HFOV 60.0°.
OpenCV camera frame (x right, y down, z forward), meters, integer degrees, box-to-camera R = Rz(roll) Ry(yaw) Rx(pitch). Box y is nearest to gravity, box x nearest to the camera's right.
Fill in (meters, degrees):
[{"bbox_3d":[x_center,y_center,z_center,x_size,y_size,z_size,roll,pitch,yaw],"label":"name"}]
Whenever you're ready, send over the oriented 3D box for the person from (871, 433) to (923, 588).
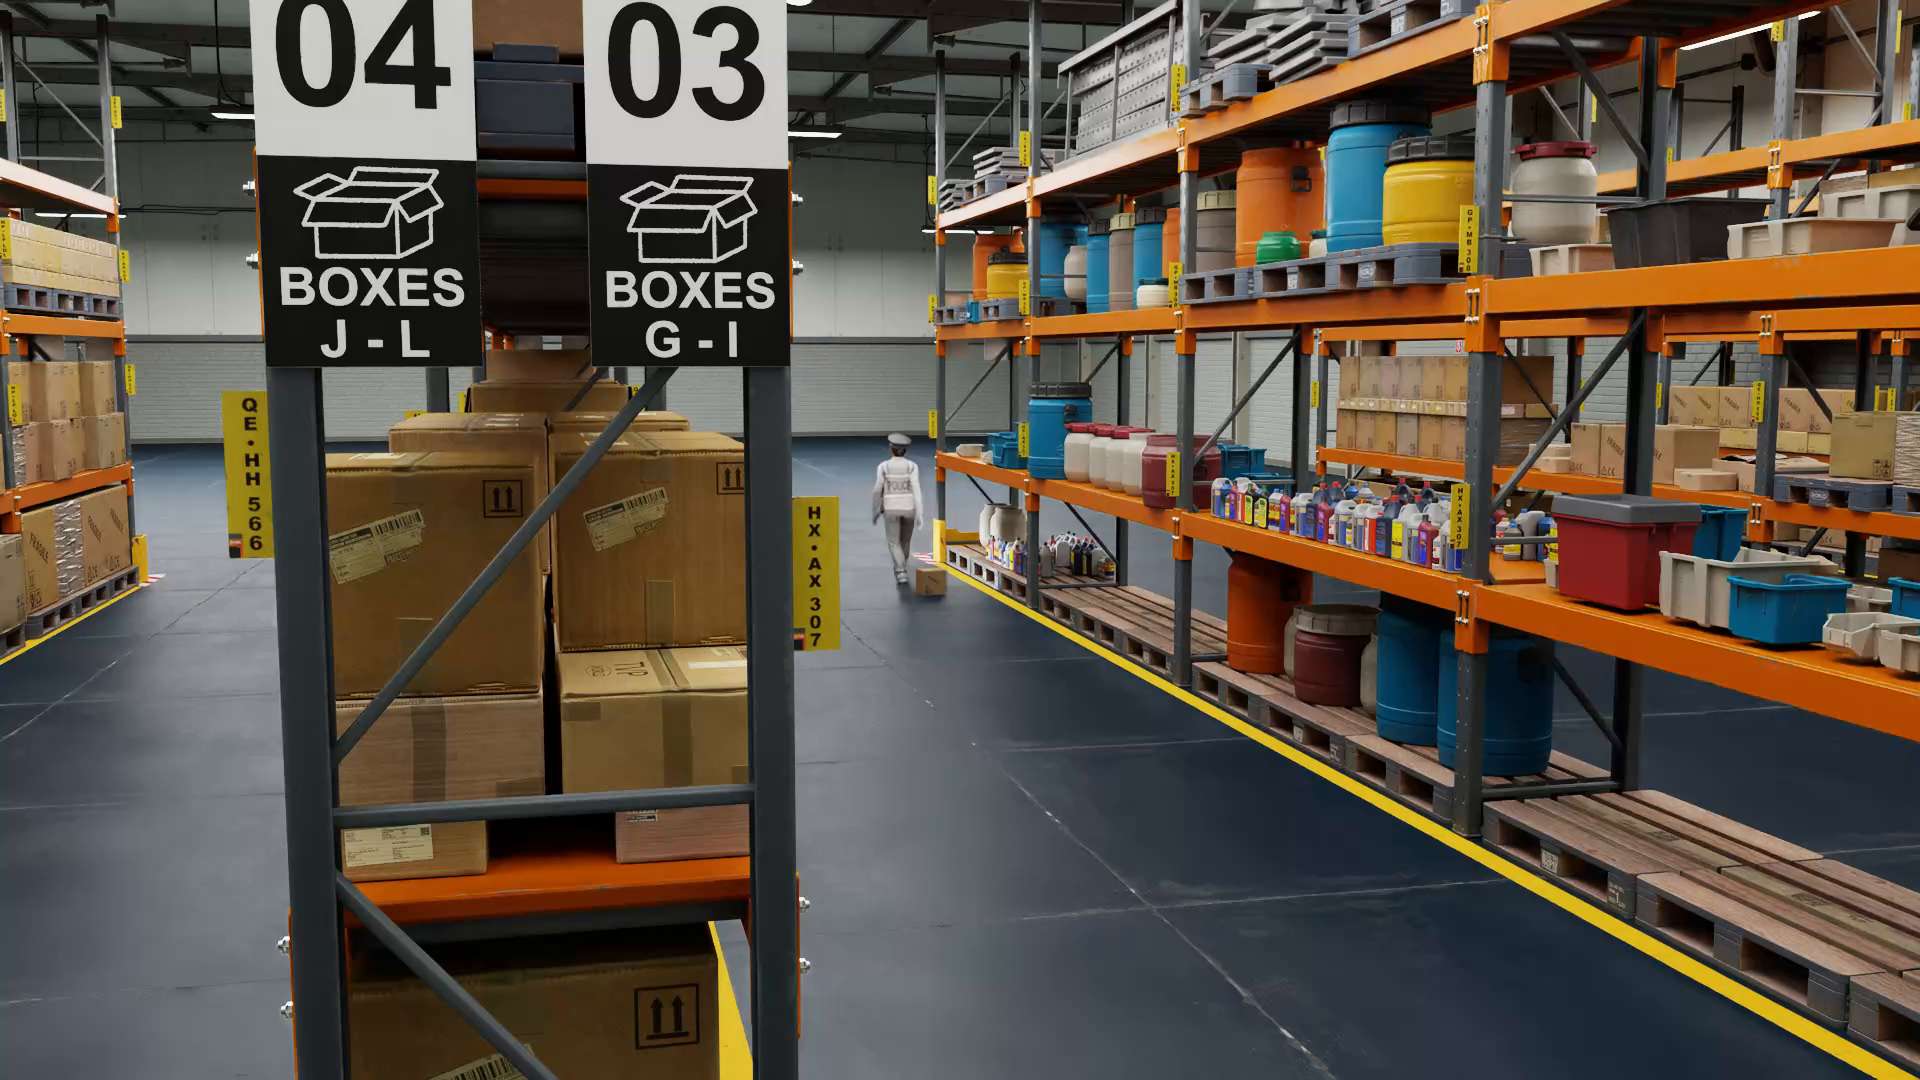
[{"bbox_3d":[-0.658,-0.300,17.378,0.513,1.625,1.050,-1,6,-13],"label":"person"}]
